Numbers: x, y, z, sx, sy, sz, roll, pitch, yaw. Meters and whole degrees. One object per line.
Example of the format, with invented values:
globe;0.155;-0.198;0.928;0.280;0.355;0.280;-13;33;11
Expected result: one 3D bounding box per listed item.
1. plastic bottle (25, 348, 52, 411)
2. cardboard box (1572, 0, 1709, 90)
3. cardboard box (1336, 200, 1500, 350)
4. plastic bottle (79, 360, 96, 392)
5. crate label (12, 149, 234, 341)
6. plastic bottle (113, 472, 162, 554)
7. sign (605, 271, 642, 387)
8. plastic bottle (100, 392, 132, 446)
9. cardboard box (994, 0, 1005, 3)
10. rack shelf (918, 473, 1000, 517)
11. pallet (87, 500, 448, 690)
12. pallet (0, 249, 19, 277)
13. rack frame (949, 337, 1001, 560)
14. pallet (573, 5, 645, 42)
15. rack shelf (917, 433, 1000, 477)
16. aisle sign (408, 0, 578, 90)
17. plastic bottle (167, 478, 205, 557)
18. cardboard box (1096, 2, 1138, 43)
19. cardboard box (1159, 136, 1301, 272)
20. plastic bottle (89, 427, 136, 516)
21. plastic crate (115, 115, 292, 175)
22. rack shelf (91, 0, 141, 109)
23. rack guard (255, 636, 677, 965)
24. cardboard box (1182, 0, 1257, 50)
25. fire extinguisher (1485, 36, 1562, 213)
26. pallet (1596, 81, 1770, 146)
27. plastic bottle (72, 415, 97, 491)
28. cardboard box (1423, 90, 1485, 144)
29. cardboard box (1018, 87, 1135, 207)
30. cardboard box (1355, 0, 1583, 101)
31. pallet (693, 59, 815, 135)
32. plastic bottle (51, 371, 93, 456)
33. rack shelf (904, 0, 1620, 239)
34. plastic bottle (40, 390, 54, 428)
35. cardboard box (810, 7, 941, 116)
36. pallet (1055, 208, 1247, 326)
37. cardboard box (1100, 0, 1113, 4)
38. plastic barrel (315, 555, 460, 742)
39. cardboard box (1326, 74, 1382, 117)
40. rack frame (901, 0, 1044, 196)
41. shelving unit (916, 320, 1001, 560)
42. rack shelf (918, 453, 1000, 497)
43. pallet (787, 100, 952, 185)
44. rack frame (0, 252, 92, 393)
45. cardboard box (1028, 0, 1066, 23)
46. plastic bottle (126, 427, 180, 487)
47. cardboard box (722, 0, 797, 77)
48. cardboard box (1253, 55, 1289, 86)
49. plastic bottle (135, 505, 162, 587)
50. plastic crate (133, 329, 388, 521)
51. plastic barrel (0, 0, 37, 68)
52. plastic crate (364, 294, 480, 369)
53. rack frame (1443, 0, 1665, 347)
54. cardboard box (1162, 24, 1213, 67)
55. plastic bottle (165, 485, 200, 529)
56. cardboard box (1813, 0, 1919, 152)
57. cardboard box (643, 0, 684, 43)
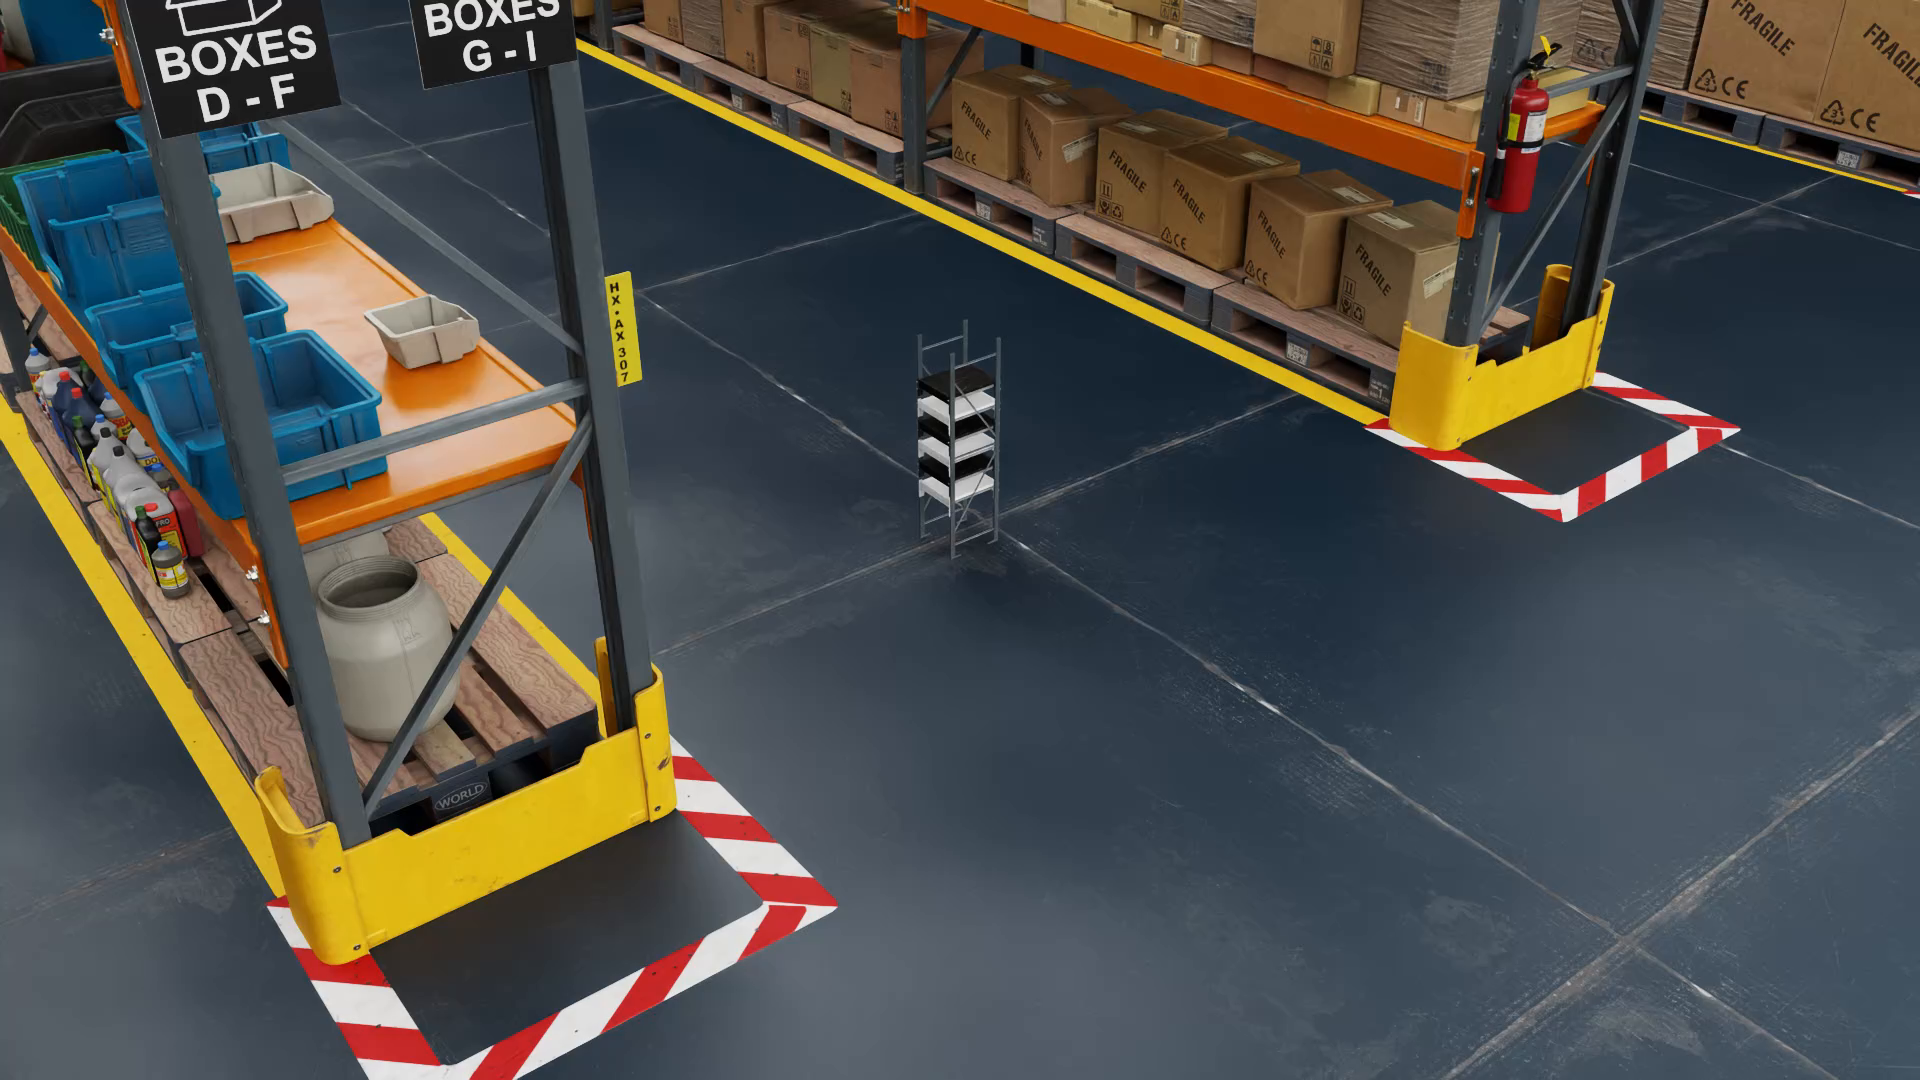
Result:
plastic bottle;-3.976;-0.702;7.206;0.097;0.271;0.097;0;32;0
cardboard box;4.954;-3.730;11.529;0.875;0.875;0.875;-22;38;-31
cardboard box;2.171;-1.266;7.917;0.500;0.500;0.500;-15;35;-23
plastic bottle;-3.672;-0.616;7.056;0.061;0.283;0.133;-22;38;-31
crate label;-2.714;-0.976;5.445;0.502;0.435;0.616;-22;38;-31
plastic bottle;-3.063;-0.107;6.243;0.152;0.276;0.135;-23;39;-33
sign;-0.935;-0.575;4.571;0.100;0.325;0.005;-22;38;-31
plastic bottle;-3.474;-0.484;6.856;0.097;0.271;0.097;0;32;0
cardboard box;0.300;-3.054;9.062;0.380;0.149;0.250;-22;38;-31
rack shelf;-0.005;-0.204;6.631;0.258;0.077;0.200;-22;38;-31
pallet;-2.694;0.038;6.488;1.003;0.211;1.213;-22;38;-31
pallet;-5.090;-1.587;9.106;1.003;0.211;1.213;-22;38;-31
rack frame;0.057;-0.343;6.450;0.240;0.900;0.006;-22;38;-31
pallet;-2.789;-4.386;13.612;1.003;0.211;1.213;-22;38;-31
rack shelf;-0.005;-0.357;6.536;0.258;0.077;0.200;-22;38;-31
aisle sign;-1.097;-1.451;3.779;0.394;0.787;0.004;-22;38;-31
plastic bottle;-2.894;-0.087;6.204;0.061;0.283;0.133;-22;38;-31
cardboard box;0.912;-2.636;8.390;0.380;0.149;0.250;-22;38;-31
cardboard box;1.408;-1.771;8.730;0.500;0.500;0.500;-19;36;-27
plastic bottle;-3.281;-0.284;6.457;0.144;0.351;0.185;-23;38;-32
plastic crate;-2.932;-1.512;6.482;0.499;0.251;0.616;-22;38;-31
rack shelf;-2.599;-2.084;5.101;1.077;0.370;4.000;-22;38;-31
rack guard;-1.456;0.764;5.046;1.175;0.500;0.348;-22;38;-31
cardboard box;1.551;-2.683;7.850;0.875;0.500;0.500;-22;38;-31
fire extinguisher;2.246;-1.654;6.644;0.296;0.674;0.183;-22;38;-31
pallet;5.224;-3.078;11.506;1.003;0.211;1.213;-22;38;-31
plastic bottle;-3.474;-0.350;6.628;0.061;0.283;0.133;-20;37;-29
cardboard box;2.202;-1.829;7.090;0.380;0.149;0.250;-22;38;-31
cardboard box;0.658;-2.252;9.503;0.500;0.500;0.500;-11;33;-16
cardboard box;2.225;-2.291;7.219;0.875;0.500;0.500;-22;38;-31
pallet;-1.143;-3.199;11.701;1.003;0.211;1.213;-22;38;-31
plastic bottle;-3.658;-0.539;6.869;0.144;0.351;0.185;-21;38;-30
rack shelf;1.314;-2.412;8.472;1.077;0.370;4.000;-22;38;-31
plastic bottle;-3.851;-0.587;7.088;0.097;0.201;0.097;0;32;0
cardboard box;-0.550;-3.144;10.921;0.700;0.500;0.500;-23;38;-32
pallet;1.279;-1.589;9.109;1.003;0.211;1.213;-22;38;-31
cardboard box;0.979;-3.117;8.548;0.875;0.500;0.500;-22;38;-31
plastic barrel;-1.836;0.347;5.307;0.421;0.512;0.421;0;32;0
cardboard box;1.856;-2.021;7.399;0.380;0.149;0.250;-22;38;-31
rack frame;0.087;-3.551;9.624;1.000;3.000;0.127;-22;38;-31
shelving unit;-0.005;-0.386;6.518;0.258;0.900;0.210;-22;38;-31
rack shelf;-0.005;-0.281;6.583;0.258;0.077;0.200;-22;38;-31
pallet;-0.391;-2.690;10.882;1.003;0.211;1.213;-22;38;-31
rack frame;-3.825;-1.948;7.044;1.000;3.000;0.127;-22;38;-31
cardboard box;0.581;-2.835;8.710;0.380;0.149;0.250;-22;38;-31
plastic bottle;-3.180;-0.310;6.571;0.152;0.276;0.135;-22;38;-31
cardboard box;-1.235;-3.609;11.670;0.700;0.500;0.500;-19;37;-28
cardboard box;1.594;-2.248;7.764;0.380;0.149;0.250;-22;38;-31
plastic bottle;-2.931;0.019;6.034;0.061;0.283;0.133;-21;38;-30
plastic crate;-1.915;-0.330;4.579;0.499;0.251;0.616;-22;38;-31
plastic barrel;-4.238;-2.476;7.765;0.433;0.535;0.433;0;32;0
plastic crate;-1.667;-0.646;5.198;0.298;0.136;0.250;-22;38;-31
rack frame;2.540;-1.884;6.940;1.000;3.000;0.127;-22;38;-31
cardboard box;1.200;-2.420;8.042;0.380;0.149;0.250;-22;38;-31
plastic bottle;-2.976;-0.123;6.340;0.097;0.201;0.097;0;32;0
cardboard box;6.052;-2.984;10.326;0.875;0.875;0.875;-22;38;-31
cardboard box;-1.939;-4.070;12.413;0.700;0.500;0.500;-25;39;-34
